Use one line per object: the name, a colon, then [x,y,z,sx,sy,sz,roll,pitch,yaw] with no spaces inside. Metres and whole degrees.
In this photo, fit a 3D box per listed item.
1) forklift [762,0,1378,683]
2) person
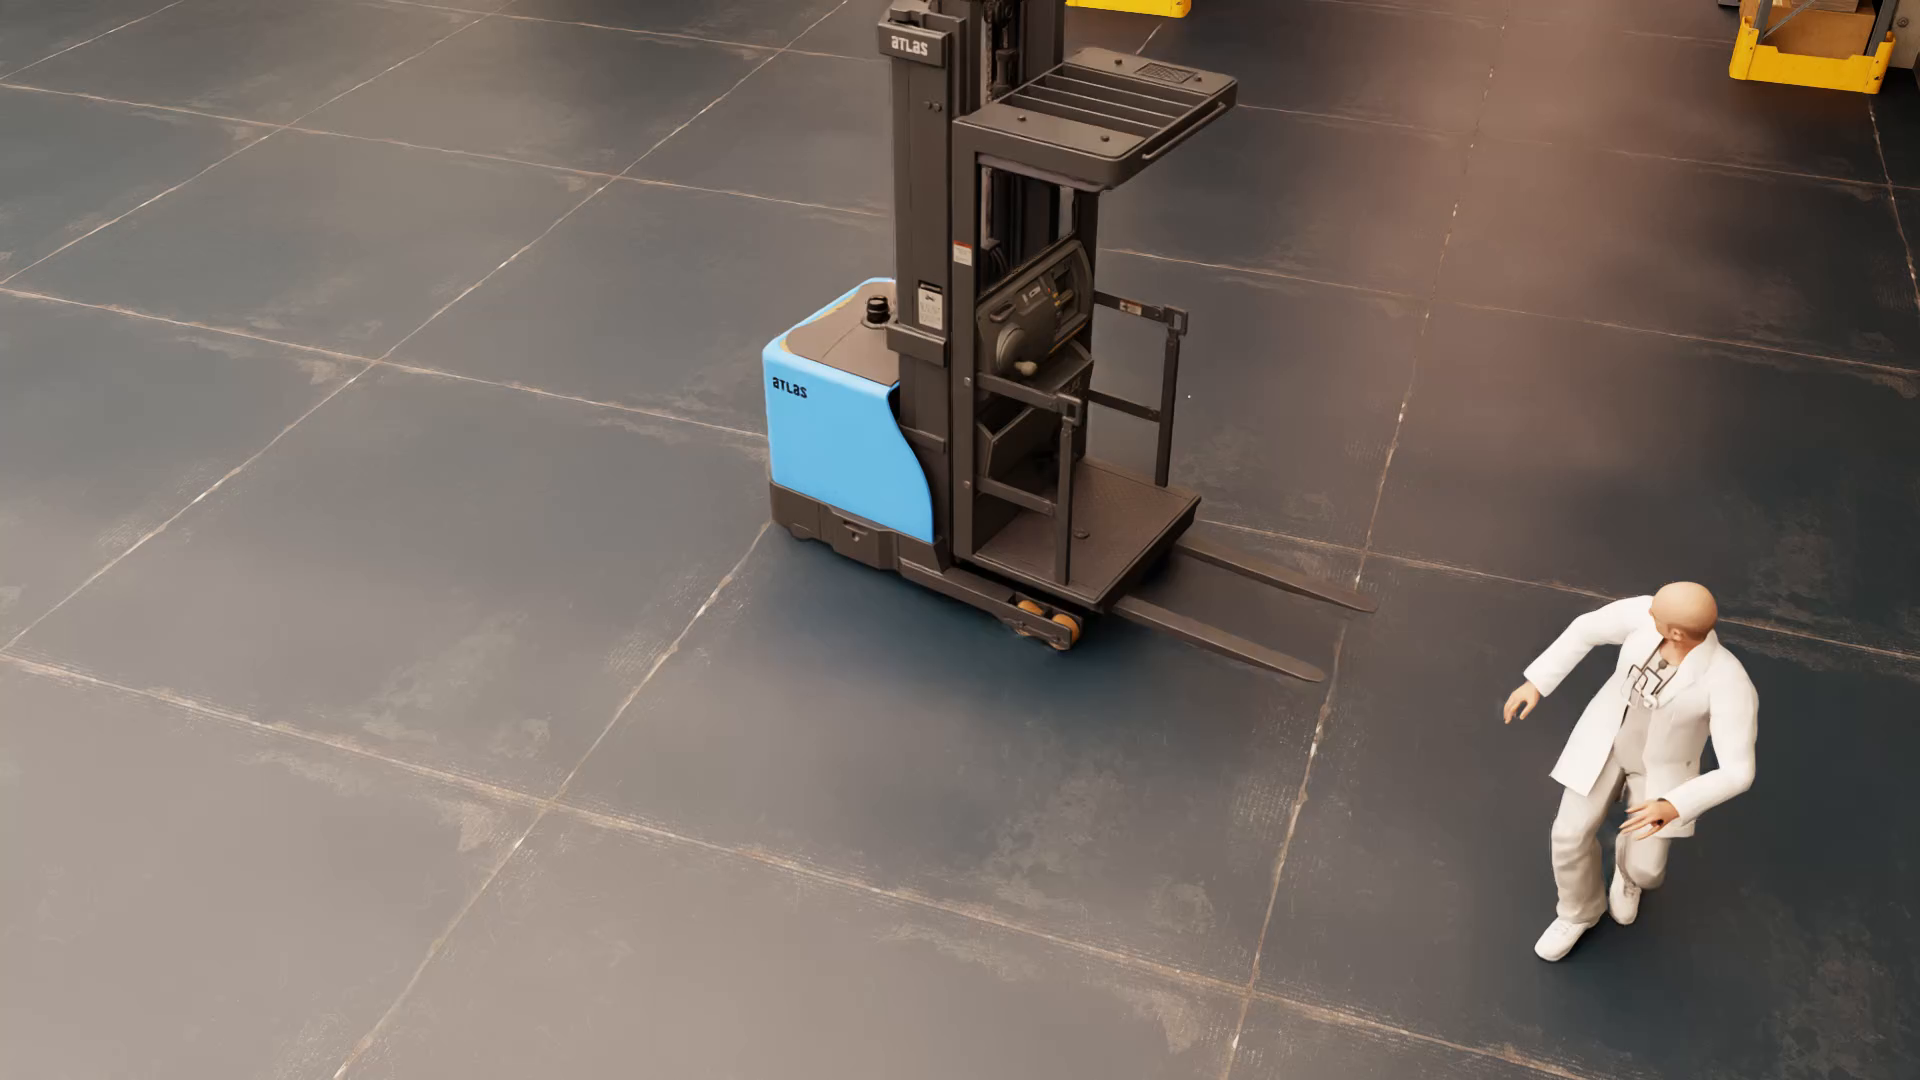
forklift: [0.524,-1.025,7.557,3.031,2.935,1.130,21,40,27]
person: [2.389,0.827,6.046,0.897,1.660,0.859,29,45,34]
